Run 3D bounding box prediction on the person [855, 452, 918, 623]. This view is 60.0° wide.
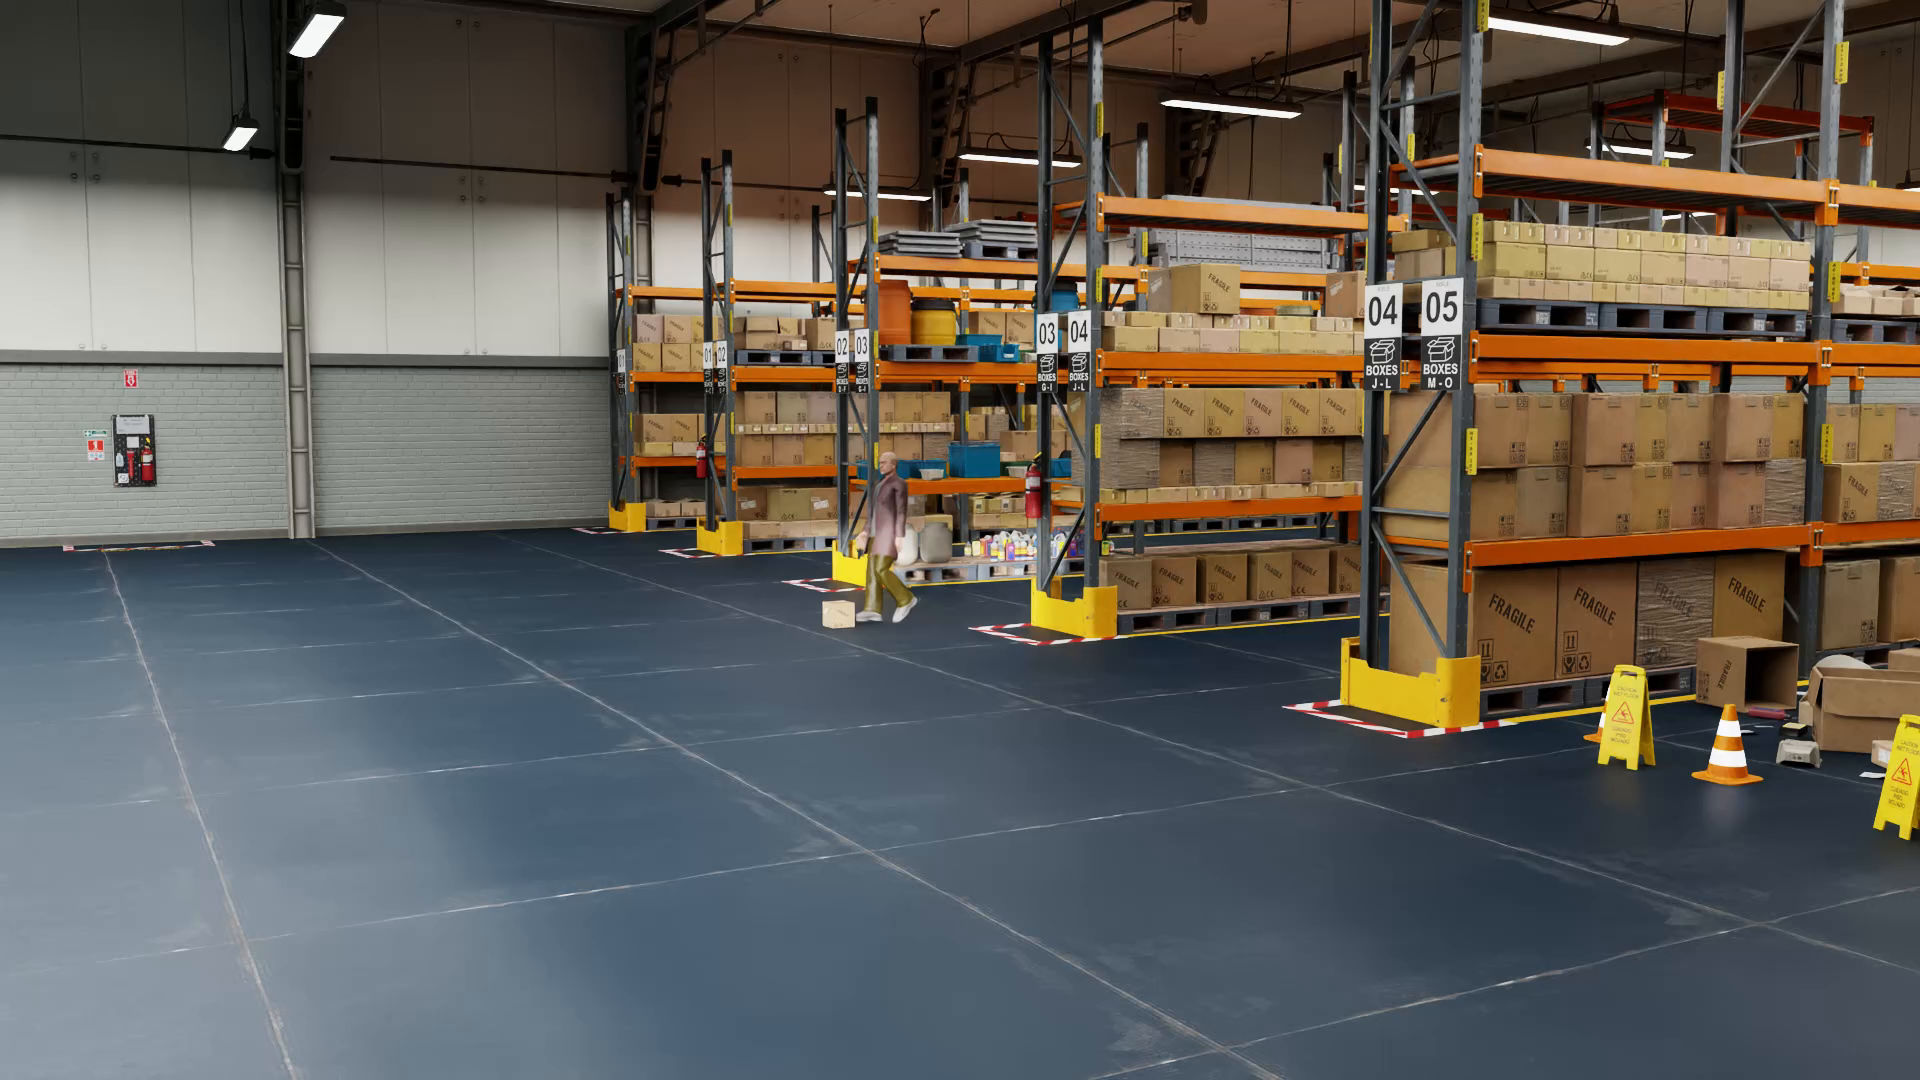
[{"bbox_3d":[-0.812,-0.033,17.334,0.680,1.770,0.608,-3,6,-30],"label":"person"}]
